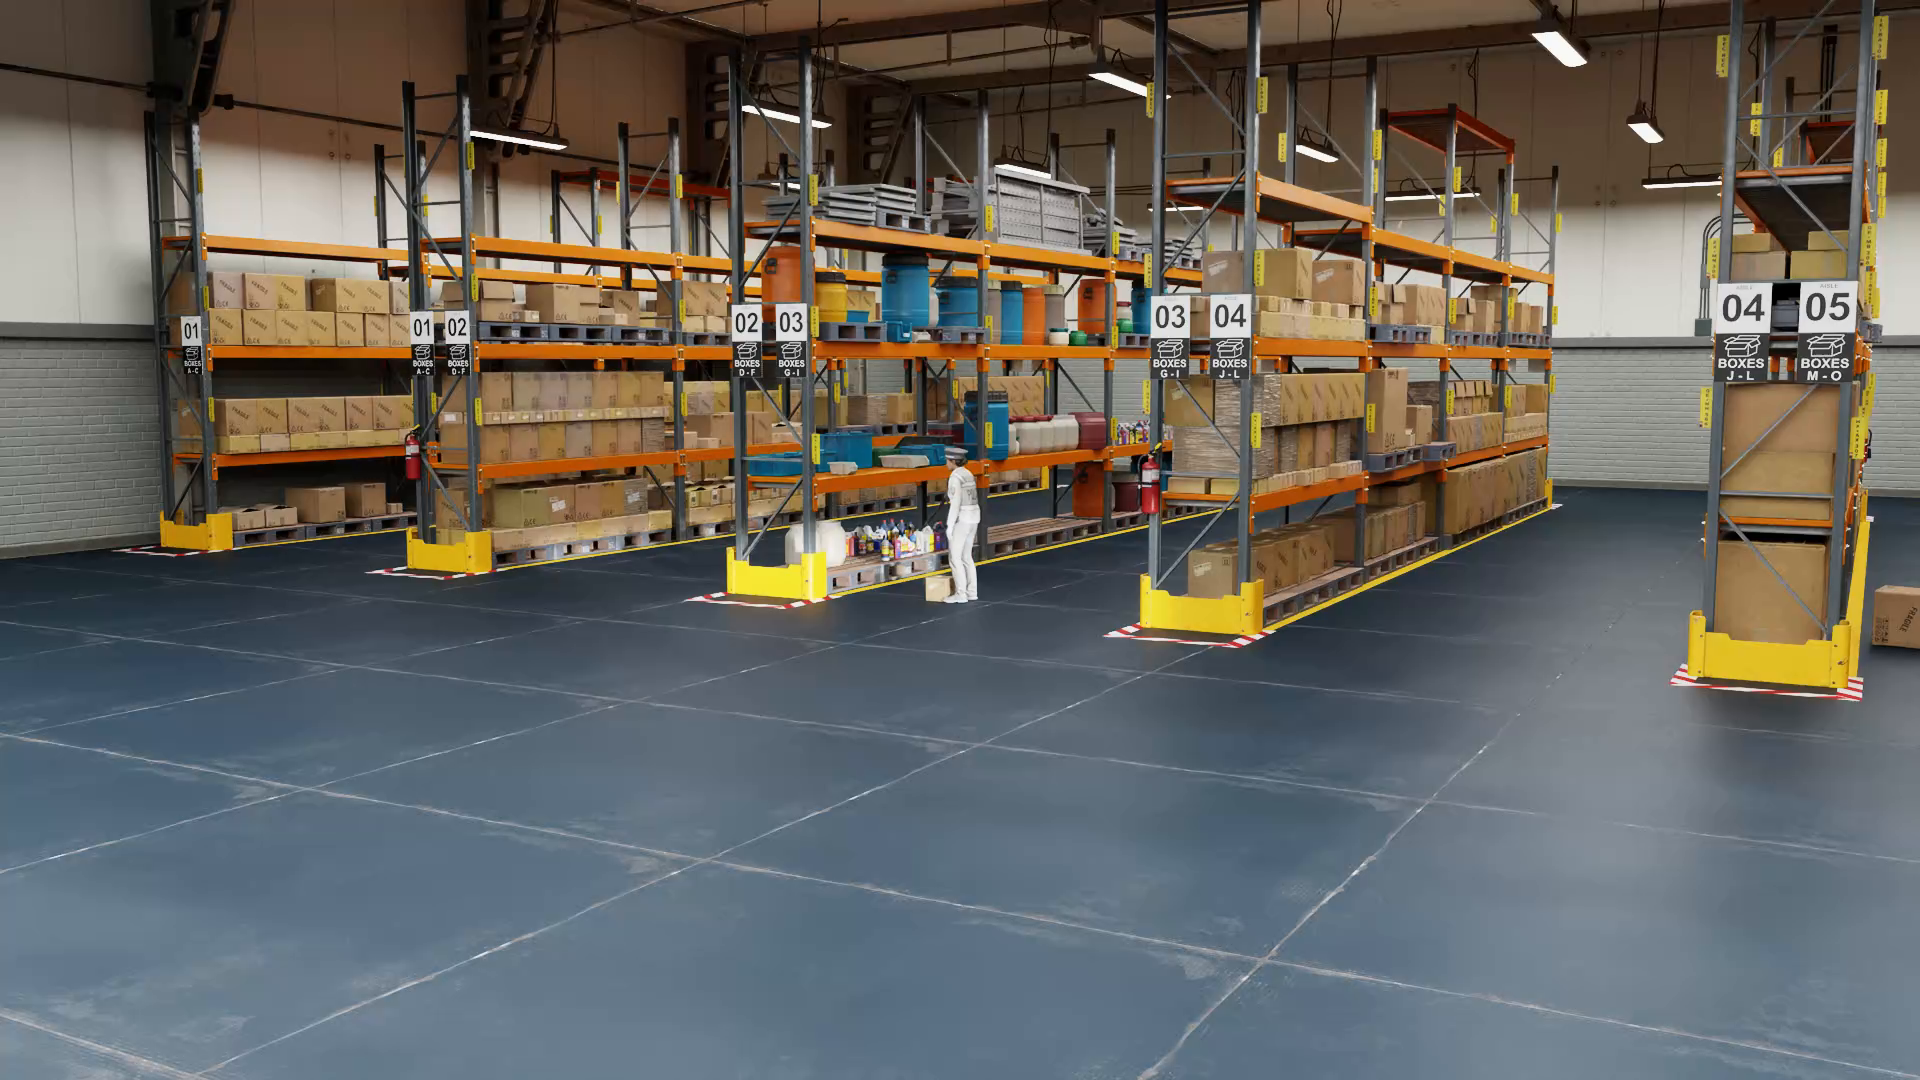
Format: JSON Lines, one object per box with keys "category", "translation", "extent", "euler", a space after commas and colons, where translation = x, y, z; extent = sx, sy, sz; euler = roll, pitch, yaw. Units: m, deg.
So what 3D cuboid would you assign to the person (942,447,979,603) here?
{"category": "person", "translation": [0.001, -0.163, 17.882], "extent": [0.355, 1.666, 0.547], "euler": [3, 7, 25]}
